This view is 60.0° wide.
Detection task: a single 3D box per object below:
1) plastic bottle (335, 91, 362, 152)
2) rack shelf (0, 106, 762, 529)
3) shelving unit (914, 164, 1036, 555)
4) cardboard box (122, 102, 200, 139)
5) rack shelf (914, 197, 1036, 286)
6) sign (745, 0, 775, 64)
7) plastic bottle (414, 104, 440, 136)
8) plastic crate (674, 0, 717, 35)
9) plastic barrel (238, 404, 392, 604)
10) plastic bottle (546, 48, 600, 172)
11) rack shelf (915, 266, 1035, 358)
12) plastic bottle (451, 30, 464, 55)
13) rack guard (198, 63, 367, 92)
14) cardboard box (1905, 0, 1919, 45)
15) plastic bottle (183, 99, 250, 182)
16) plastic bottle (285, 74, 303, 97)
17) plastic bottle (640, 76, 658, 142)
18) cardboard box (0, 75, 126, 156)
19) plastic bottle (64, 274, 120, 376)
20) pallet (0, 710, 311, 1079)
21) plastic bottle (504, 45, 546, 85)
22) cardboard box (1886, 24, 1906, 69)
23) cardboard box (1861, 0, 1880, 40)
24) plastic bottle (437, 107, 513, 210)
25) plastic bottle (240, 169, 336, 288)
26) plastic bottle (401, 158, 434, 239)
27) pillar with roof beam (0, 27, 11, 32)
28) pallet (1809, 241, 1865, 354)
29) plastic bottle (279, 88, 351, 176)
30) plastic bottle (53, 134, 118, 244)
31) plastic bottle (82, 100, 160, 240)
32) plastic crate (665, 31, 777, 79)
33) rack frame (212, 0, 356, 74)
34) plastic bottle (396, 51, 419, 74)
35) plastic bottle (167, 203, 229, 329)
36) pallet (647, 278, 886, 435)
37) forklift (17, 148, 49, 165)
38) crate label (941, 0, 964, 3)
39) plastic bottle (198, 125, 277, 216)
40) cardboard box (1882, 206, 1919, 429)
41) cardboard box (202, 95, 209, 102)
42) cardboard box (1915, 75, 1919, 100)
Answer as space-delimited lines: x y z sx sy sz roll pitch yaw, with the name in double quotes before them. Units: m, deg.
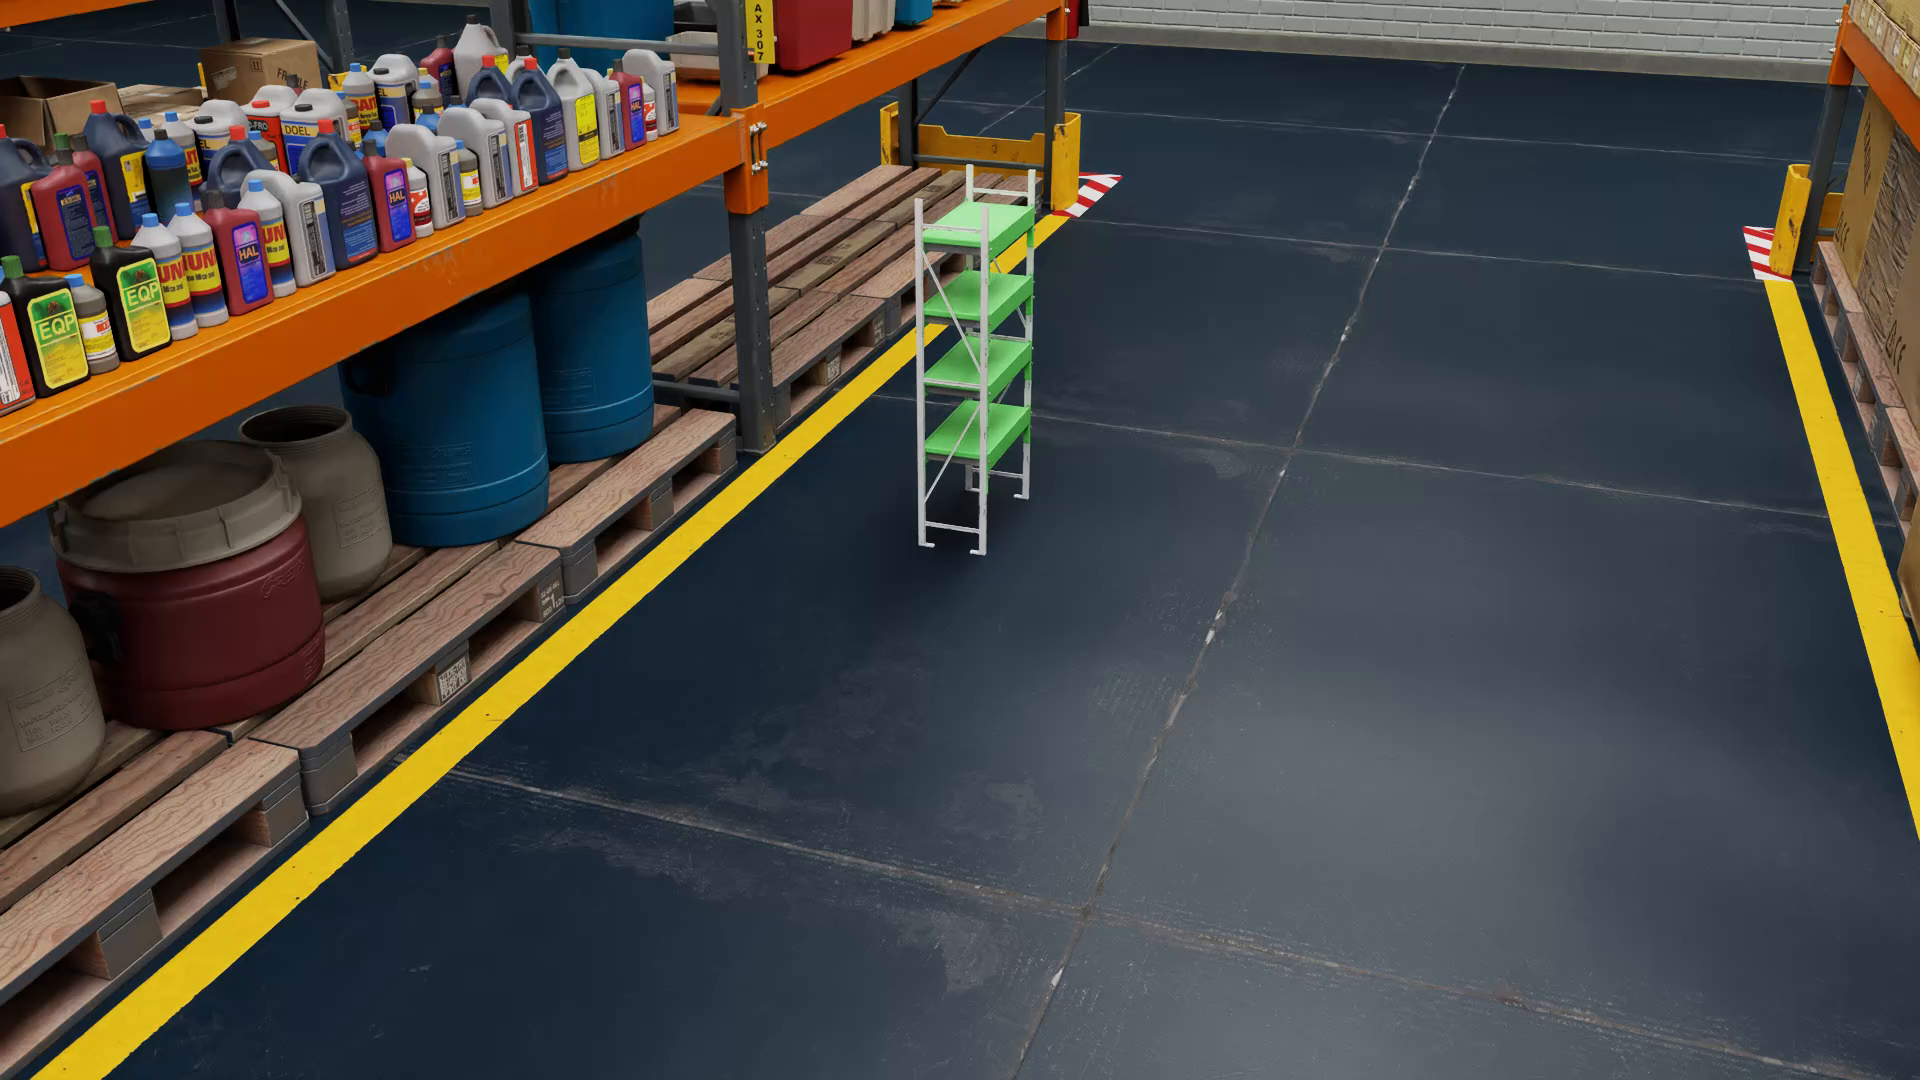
"plastic bottle" -1.942 -1.309 5.240 0.097 0.201 0.097 0 26 0
"rack shelf" -1.875 -0.622 4.418 1.077 0.370 4.000 9 27 17
"shelving unit" 0.055 -0.608 5.629 0.258 1.200 0.503 9 27 17
"cardboard box" -4.842 -2.446 10.011 0.500 0.250 0.500 9 27 17
"rack shelf" 0.055 -0.983 5.448 0.258 0.148 0.480 9 27 17
"sign" -0.692 -1.812 5.732 0.100 0.325 0.005 9 27 17
"plastic bottle" -1.494 -1.099 4.725 0.097 0.271 0.097 0 26 0
"plastic crate" -1.091 -2.170 7.036 0.437 0.125 0.590 9 27 17
"plastic barrel" -1.915 -0.106 4.899 0.421 0.512 0.421 0 26 0
"plastic bottle" -1.207 -1.320 5.091 0.144 0.351 0.185 9 27 17
"rack shelf" 0.055 -0.767 5.552 0.258 0.148 0.480 9 27 17
"plastic bottle" -1.734 -1.626 5.801 0.061 0.283 0.133 9 27 17
"rack guard" -4.574 -2.975 11.321 1.175 0.500 0.348 9 27 17
"cardboard box" 3.872 -1.966 6.199 0.500 0.250 0.500 8 27 16
"plastic bottle" -2.108 -1.101 4.724 0.152 0.276 0.135 9 27 17
"plastic bottle" -2.030 -1.261 5.047 0.061 0.283 0.133 9 27 17
"plastic bottle" -1.049 -1.418 5.464 0.097 0.201 0.097 0 26 0
"cardboard box" -5.259 -2.335 9.490 0.797 0.503 0.637 9 27 17
"plastic bottle" -1.829 -0.454 3.474 0.097 0.201 0.097 0 26 0
"pallet" -2.318 0.801 3.853 1.003 0.211 1.213 9 27 17
"plastic bottle" -1.343 -1.341 5.134 0.144 0.351 0.185 9 27 17
"cardboard box" 3.937 -1.953 6.630 0.380 0.149 0.250 8 27 17
"cardboard box" 4.194 -2.271 7.287 0.380 0.149 0.250 8 27 16
"plastic bottle" -1.370 -1.090 4.702 0.152 0.276 0.135 9 27 17
"plastic bottle" -1.631 -0.769 4.038 0.152 0.276 0.135 9 27 17
"plastic bottle" -1.460 -0.910 4.415 0.097 0.201 0.097 0 26 0
"pillar with roof beam" -5.079 -8.159 12.275 9.100 9.000 0.400 9 27 17
"pallet" 4.600 -1.098 7.776 1.003 0.211 1.213 9 27 17
"plastic bottle" -1.888 -1.174 4.875 0.152 0.276 0.135 9 27 17
"plastic bottle" -2.265 -0.891 4.282 0.061 0.283 0.133 9 27 17
"plastic bottle" -2.230 -0.990 4.408 0.144 0.351 0.185 9 27 17
"plastic crate" -0.920 -1.846 6.355 0.396 0.136 0.243 9 27 17
"rack frame" -4.549 -4.131 10.840 1.000 3.000 0.127 9 27 17
"plastic bottle" -1.832 -1.476 5.504 0.097 0.271 0.097 0 26 0
"plastic bottle" -1.720 -0.620 3.737 0.097 0.271 0.097 0 26 0
"pallet" -1.002 -0.820 7.202 1.003 0.211 1.213 9 27 17
"forklift" -4.505 -1.341 5.157 1.130 2.935 3.031 15 30 28
"crate label" -0.159 -2.723 8.166 0.396 0.136 0.243 9 27 17
"plastic bottle" -1.762 -0.834 4.088 0.144 0.351 0.185 9 27 17
"cardboard box" 4.055 -0.912 6.147 0.875 0.875 0.875 9 27 17
"cardboard box" -5.095 -2.829 10.897 0.380 0.166 0.250 9 27 17
"cardboard box" 3.681 -1.637 5.978 0.380 0.149 0.250 8 27 17
